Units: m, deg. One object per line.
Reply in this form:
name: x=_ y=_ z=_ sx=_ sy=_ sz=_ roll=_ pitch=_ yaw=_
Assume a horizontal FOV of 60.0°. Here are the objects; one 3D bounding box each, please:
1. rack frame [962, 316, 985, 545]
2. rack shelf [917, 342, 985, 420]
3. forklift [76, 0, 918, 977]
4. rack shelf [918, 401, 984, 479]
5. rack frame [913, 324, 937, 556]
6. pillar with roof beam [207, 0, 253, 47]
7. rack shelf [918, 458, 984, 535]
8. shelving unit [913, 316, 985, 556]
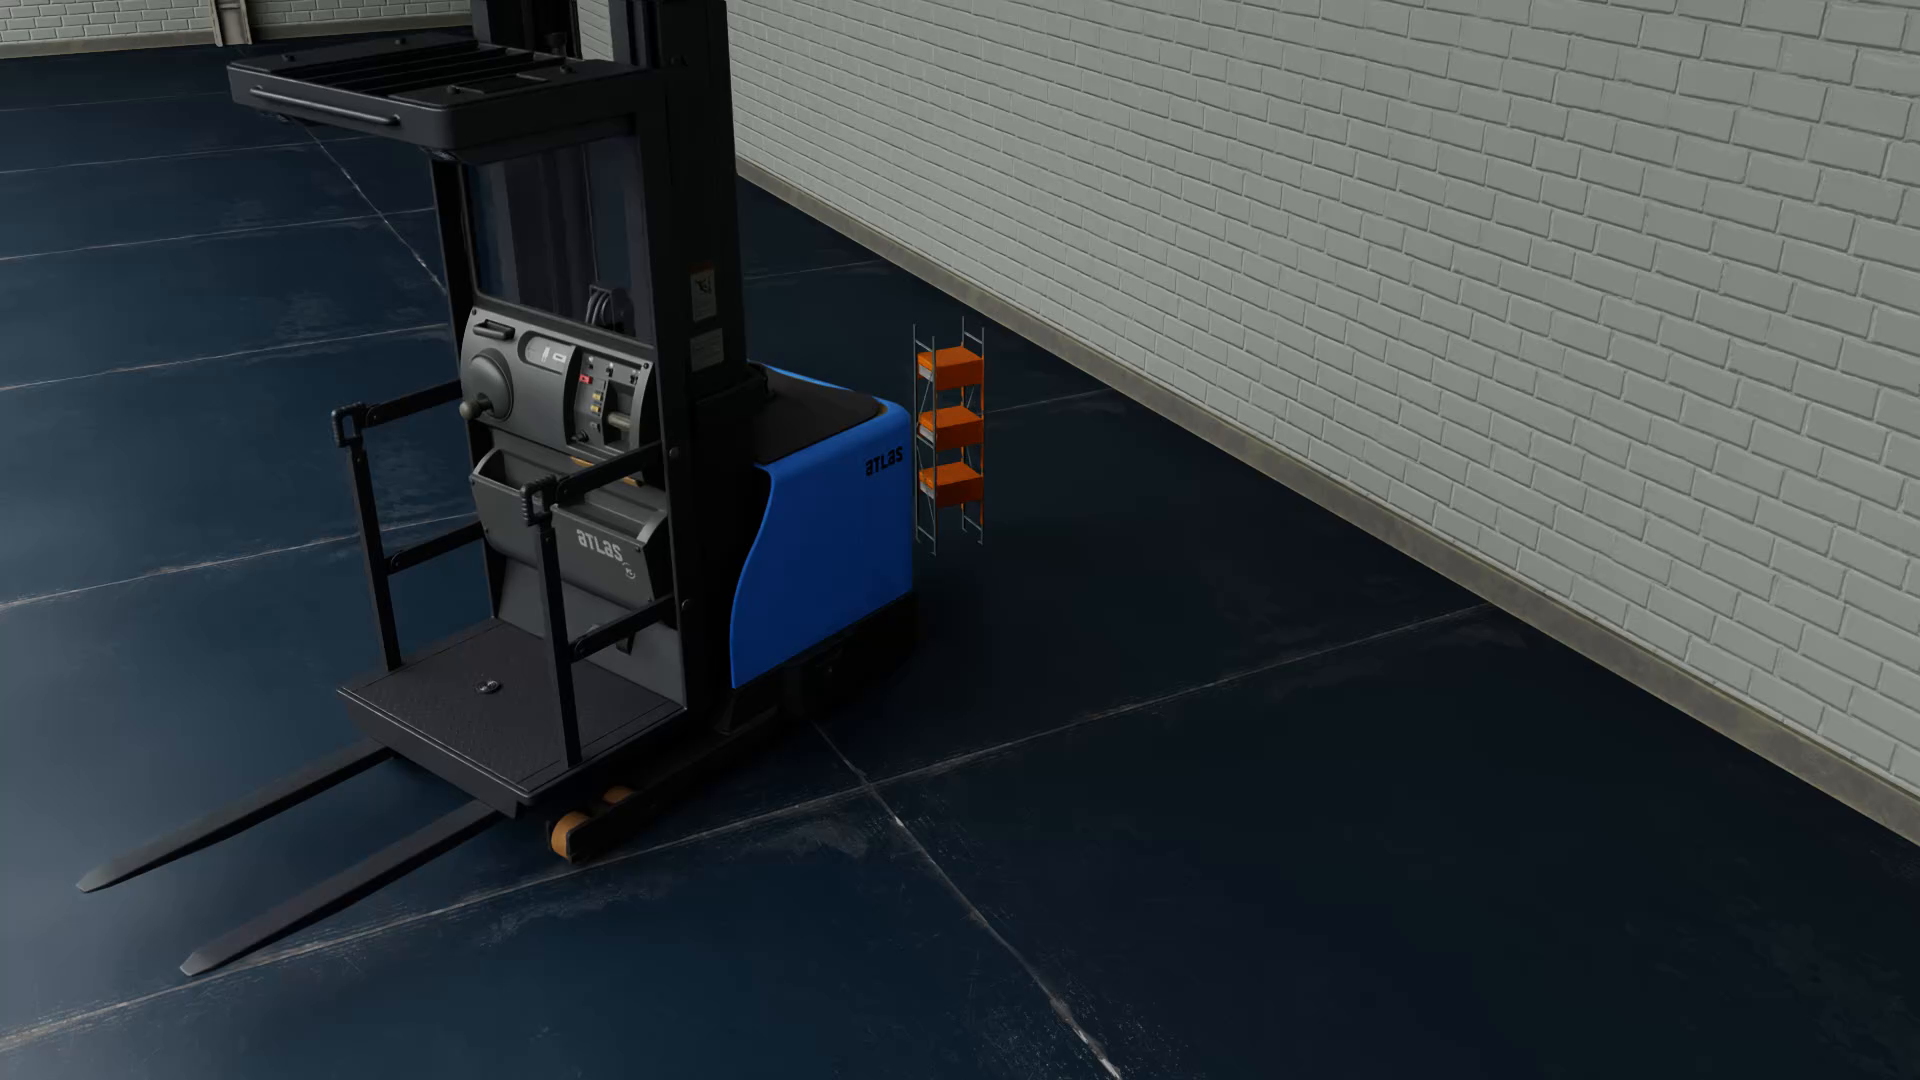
rack frame: x=0.060 y=-0.487 z=7.552 sx=0.008 sy=1.050 sz=0.200 roll=-13 pitch=29 yaw=-25
rack shelf: x=-0.047 y=-0.709 z=7.382 sx=0.240 sy=0.259 sz=0.215 roll=-13 pitch=29 yaw=-25
forklift: x=-1.484 y=-0.494 z=5.393 sx=1.130 sy=2.935 sz=3.031 roll=19 pitch=32 yaw=34
rack shelf: x=-0.047 y=-0.453 z=7.505 sx=0.240 sy=0.259 sz=0.215 roll=-13 pitch=29 yaw=-25
rack frame: x=-0.155 y=-0.438 z=7.448 sx=0.008 sy=1.050 sz=0.200 roll=-13 pitch=29 yaw=-25
pillar with roof beam: x=-6.922 y=-8.532 z=15.124 sx=0.400 sy=9.000 sz=9.100 roll=-13 pitch=29 yaw=-25
rack shelf: x=-0.047 y=-0.202 z=7.625 sx=0.240 sy=0.259 sz=0.215 roll=-13 pitch=29 yaw=-25
shelving unit: x=-0.047 y=-0.462 z=7.500 sx=0.252 sy=1.050 sz=0.215 roll=-13 pitch=29 yaw=-25
